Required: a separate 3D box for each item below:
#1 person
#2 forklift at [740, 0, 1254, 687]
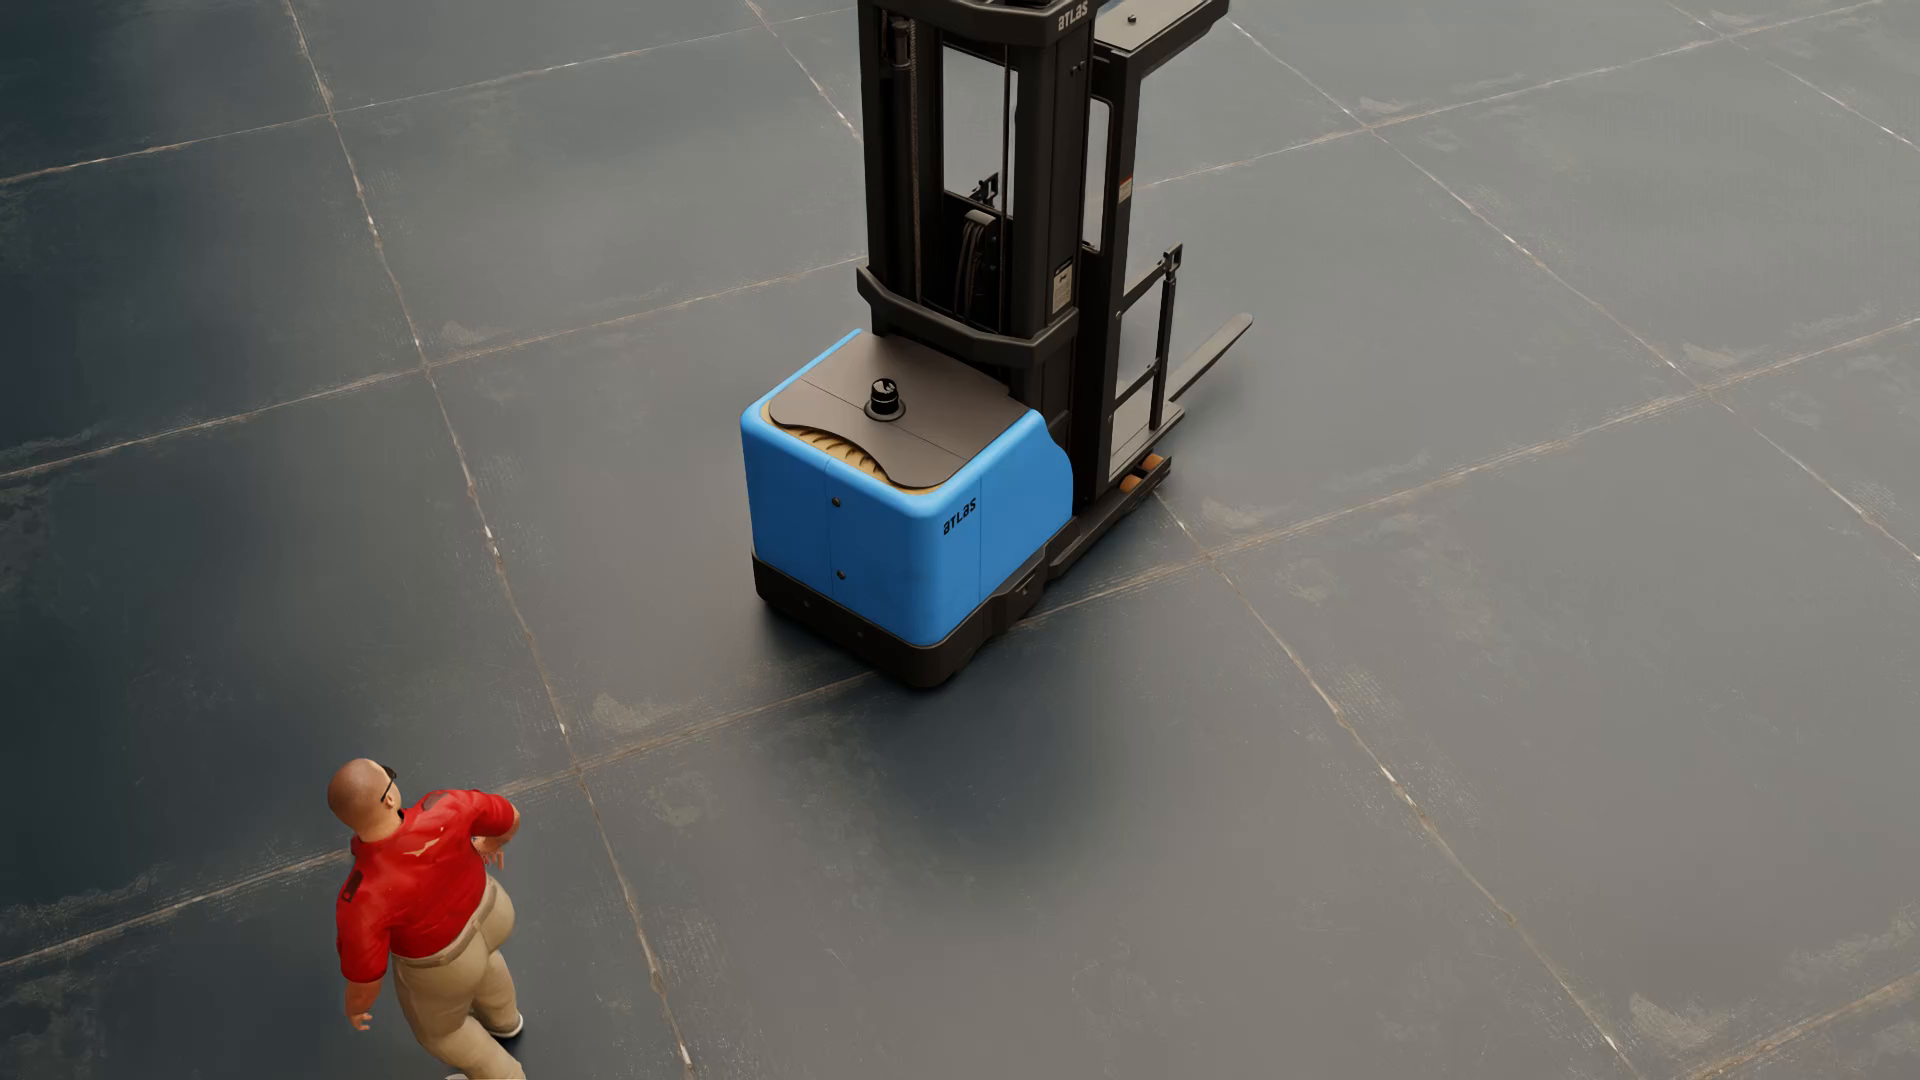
[{"bbox_3d":[-1.696,1.247,5.240,0.520,1.710,0.749,15,45,15],"label":"person"},{"bbox_3d":[0.369,-1.403,7.184,1.130,2.935,3.031,27,50,26],"label":"forklift"}]
